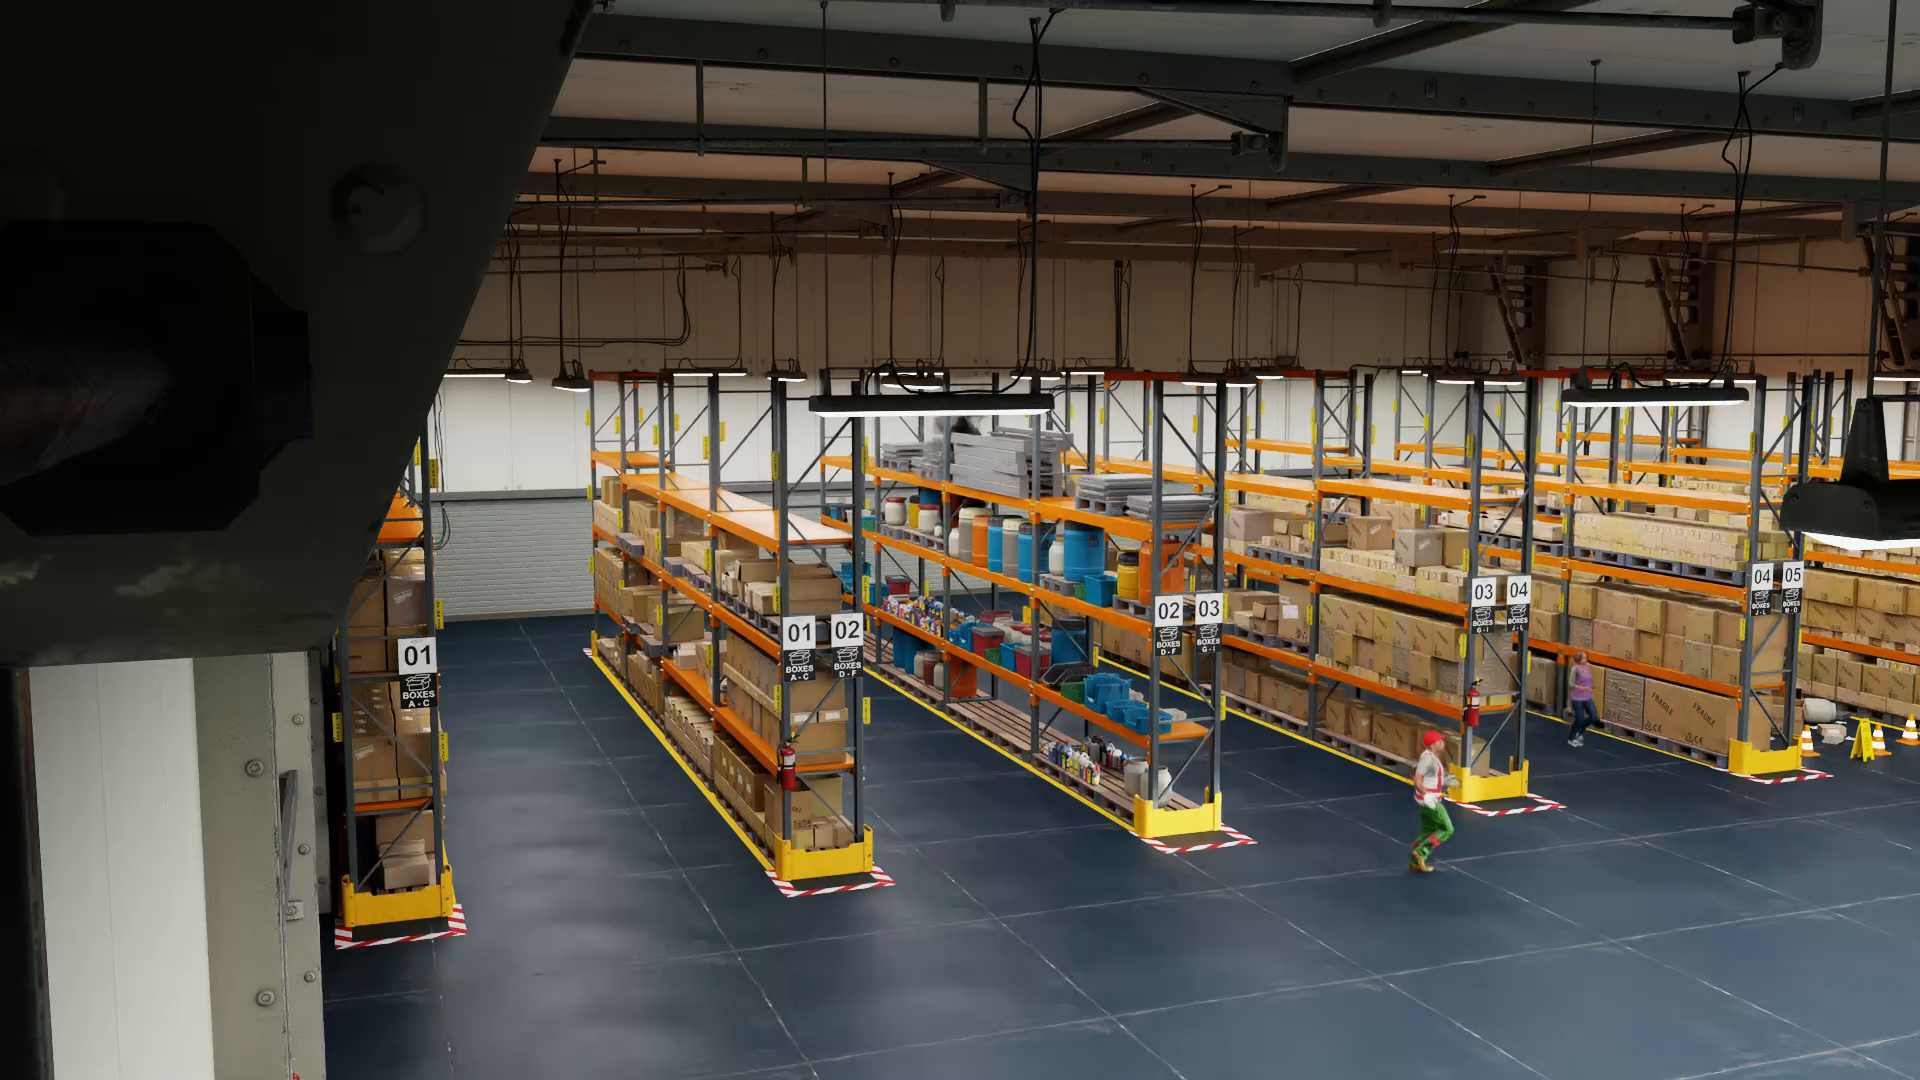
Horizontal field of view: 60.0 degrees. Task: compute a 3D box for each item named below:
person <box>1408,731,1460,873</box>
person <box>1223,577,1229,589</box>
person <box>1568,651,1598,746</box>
[{"bbox_3d":[5.807,3.189,20.317,0.597,1.748,0.632,1,6,8],"label":"person"},{"bbox_3d":[5.507,1.613,34.728,0.555,1.709,0.854,-3,7,-25],"label":"person"},{"bbox_3d":[10.029,2.565,26.729,0.522,1.558,0.555,-3,7,-25],"label":"person"}]
